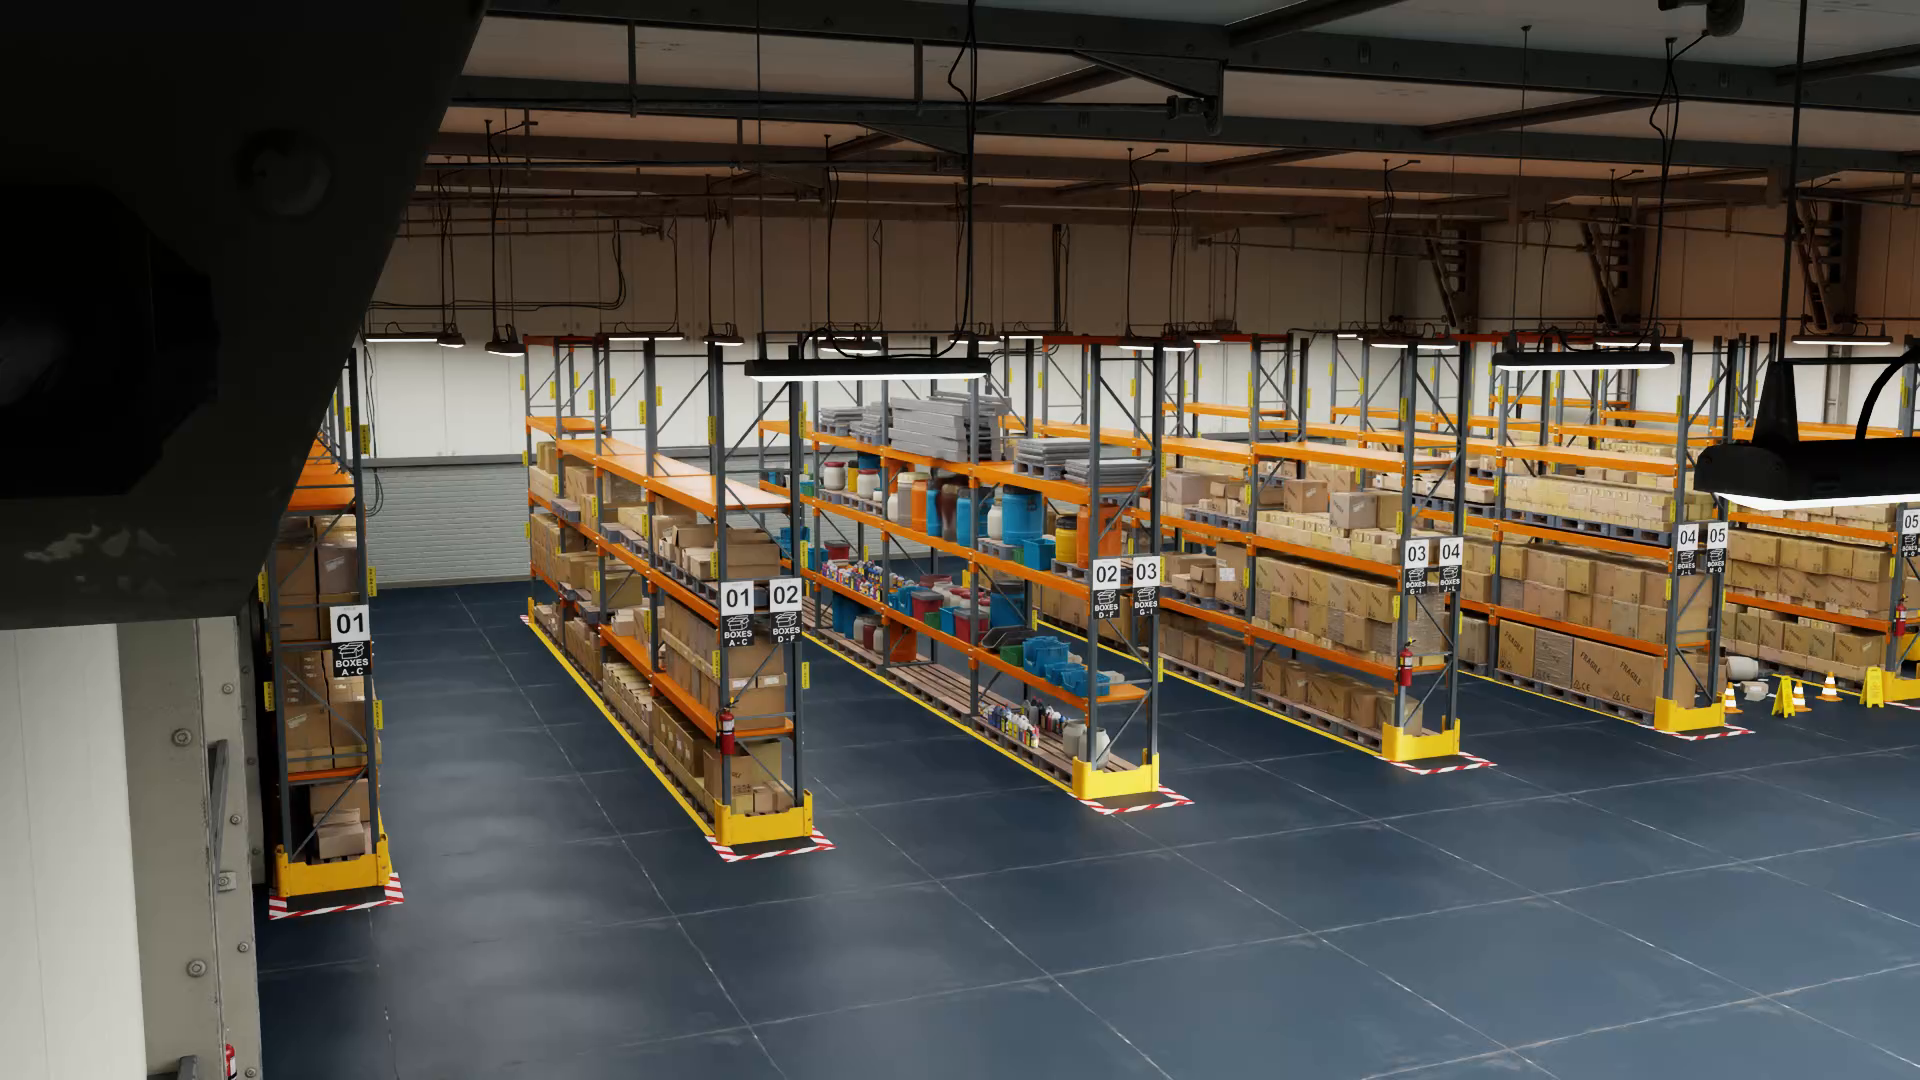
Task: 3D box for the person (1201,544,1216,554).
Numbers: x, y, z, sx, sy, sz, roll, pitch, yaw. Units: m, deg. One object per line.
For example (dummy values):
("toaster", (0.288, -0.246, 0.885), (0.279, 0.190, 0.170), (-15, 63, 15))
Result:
("person", (6.607, -0.412, 44.416), (0.526, 1.652, 0.652), (5, 9, 35))
